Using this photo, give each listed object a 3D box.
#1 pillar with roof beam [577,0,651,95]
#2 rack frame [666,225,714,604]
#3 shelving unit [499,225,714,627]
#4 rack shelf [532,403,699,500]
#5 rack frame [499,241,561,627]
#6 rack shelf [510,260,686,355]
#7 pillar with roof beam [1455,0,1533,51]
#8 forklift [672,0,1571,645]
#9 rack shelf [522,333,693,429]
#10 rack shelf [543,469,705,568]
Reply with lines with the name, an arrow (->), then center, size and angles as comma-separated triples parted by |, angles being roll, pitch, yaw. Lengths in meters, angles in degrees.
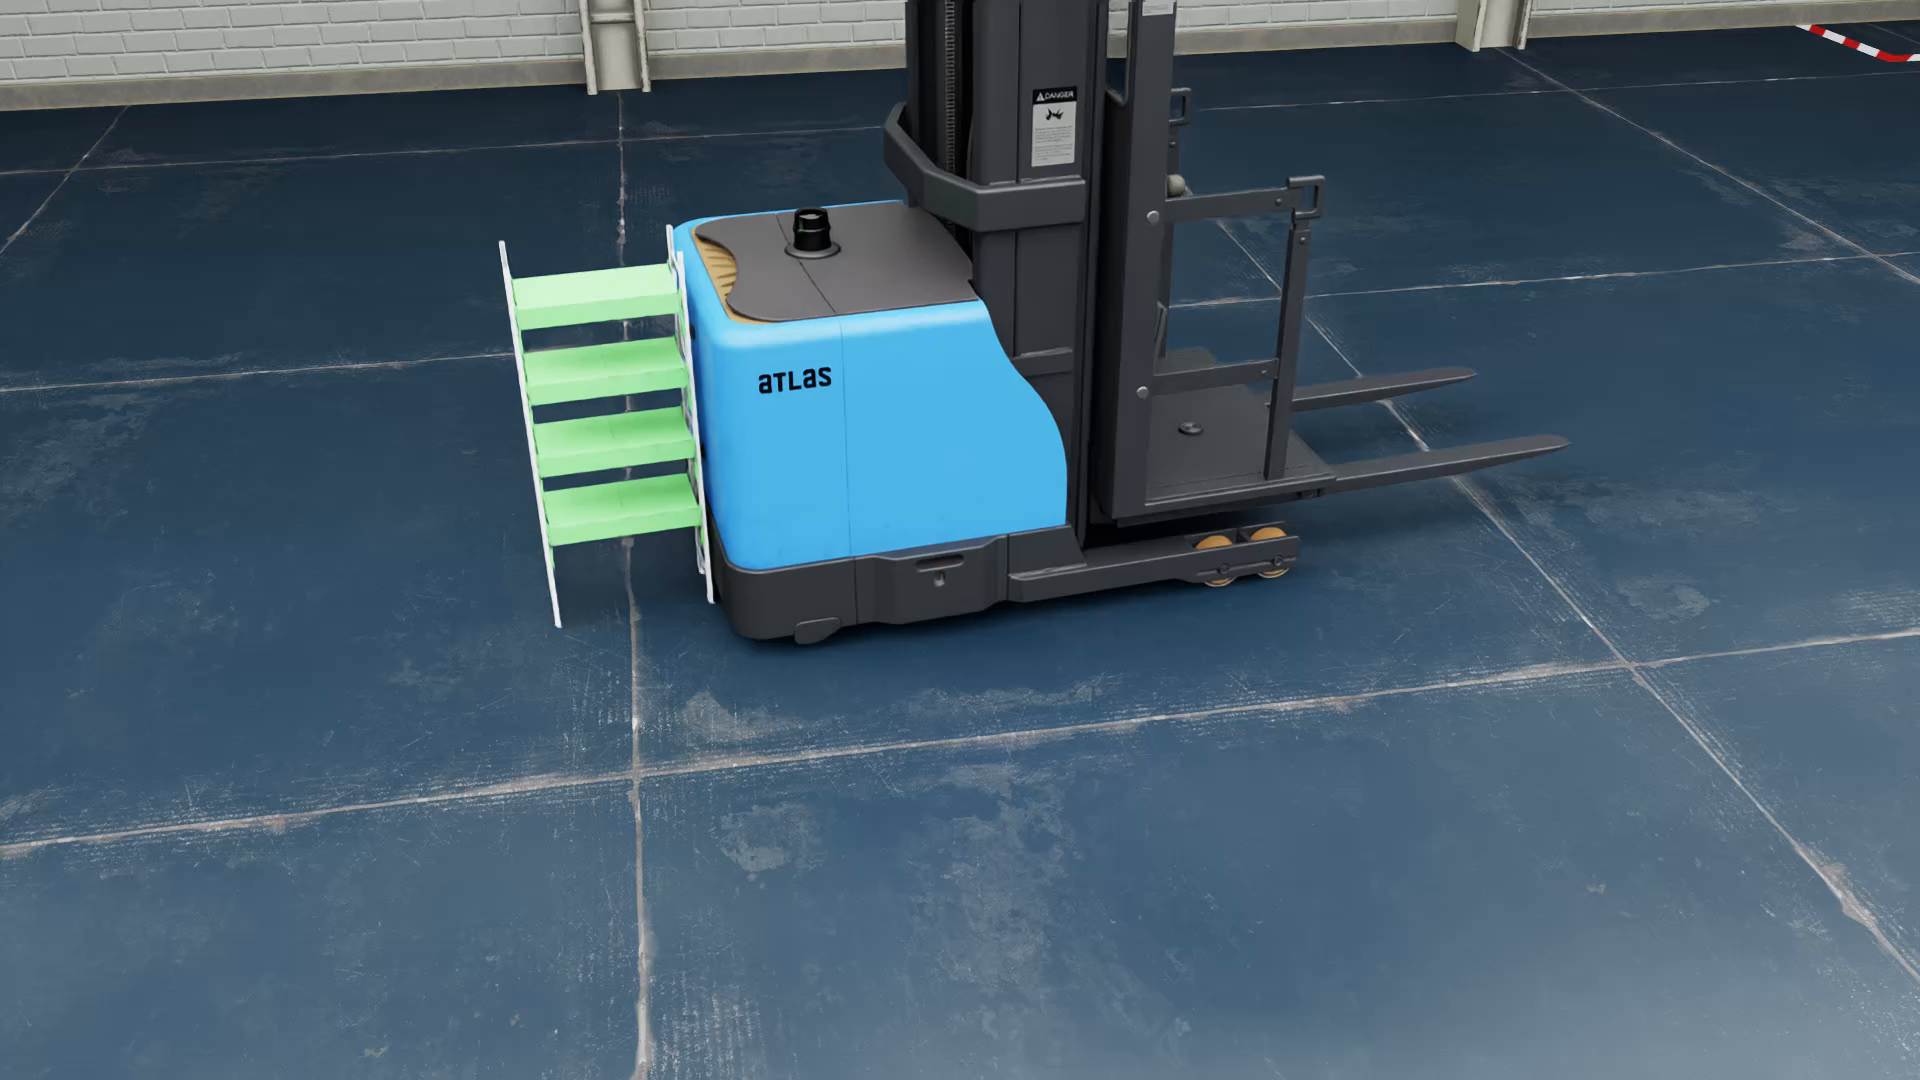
pillar with roof beam -> -1.420, -4.657, 4.792 | 0.400, 9.000, 9.100 | -5, 31, -9
rack frame -> -0.840, -0.369, 5.194 | 0.015, 1.200, 0.240 | -9, 32, -14
shelving unit -> -1.074, -0.334, 5.135 | 0.503, 1.200, 0.258 | -9, 32, -14
rack shelf -> -1.074, -0.279, 5.167 | 0.480, 0.148, 0.258 | -9, 32, -14
rack frame -> -1.308, -0.299, 5.075 | 0.015, 1.200, 0.240 | -9, 32, -14
rack shelf -> -1.074, -0.693, 4.924 | 0.480, 0.148, 0.258 | -9, 32, -14
pillar with roof beam -> 4.482, -5.205, 5.723 | 0.400, 9.000, 9.100 | -5, 31, -9
forklift -> 0.620, -1.357, 5.166 | 3.031, 2.935, 1.130 | -9, 32, -14
rack shelf -> -1.074, -0.486, 5.045 | 0.480, 0.148, 0.258 | -9, 32, -14
rack shelf -> -1.074, -0.072, 5.289 | 0.480, 0.148, 0.258 | -9, 32, -14
